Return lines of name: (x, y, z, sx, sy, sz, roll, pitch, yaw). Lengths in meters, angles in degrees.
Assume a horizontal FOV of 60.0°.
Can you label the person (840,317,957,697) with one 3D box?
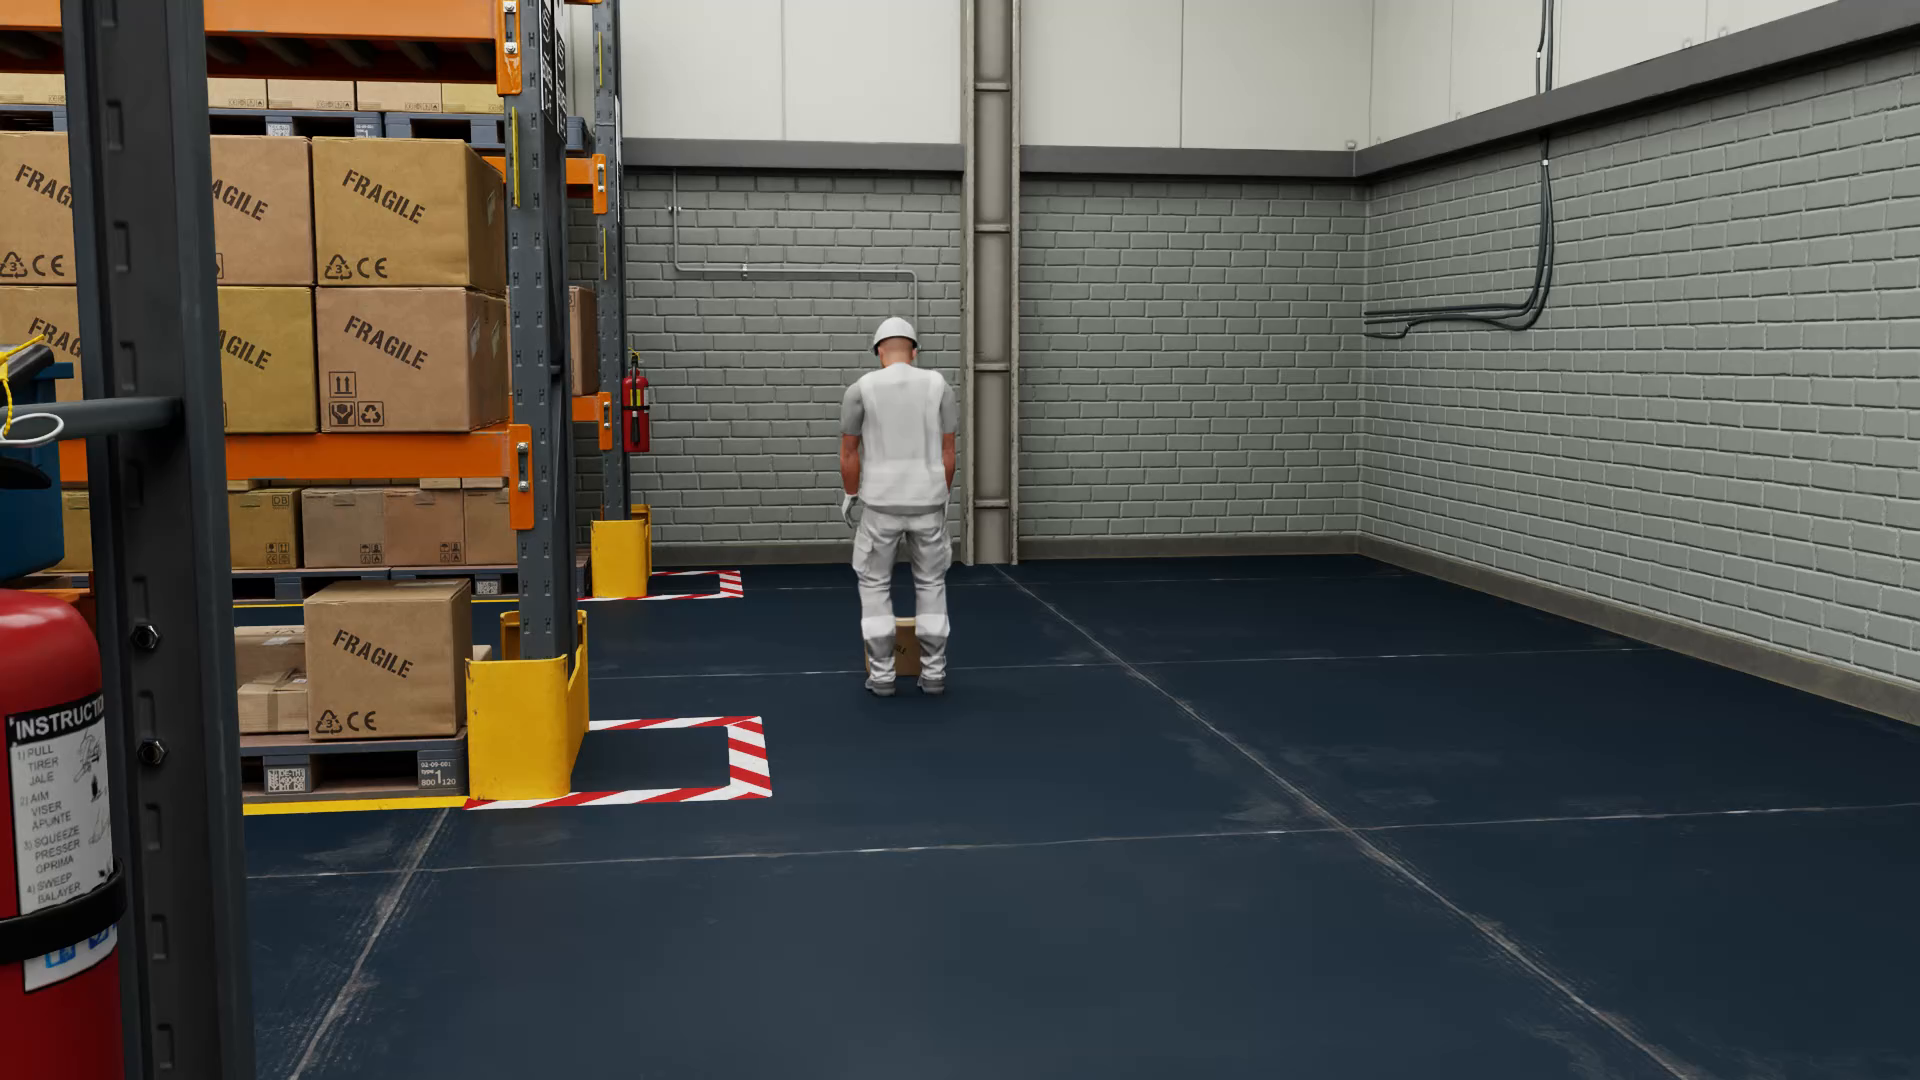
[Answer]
person: (-0.289, -0.159, 7.730, 0.541, 1.743, 0.443, -1, 6, -7)
